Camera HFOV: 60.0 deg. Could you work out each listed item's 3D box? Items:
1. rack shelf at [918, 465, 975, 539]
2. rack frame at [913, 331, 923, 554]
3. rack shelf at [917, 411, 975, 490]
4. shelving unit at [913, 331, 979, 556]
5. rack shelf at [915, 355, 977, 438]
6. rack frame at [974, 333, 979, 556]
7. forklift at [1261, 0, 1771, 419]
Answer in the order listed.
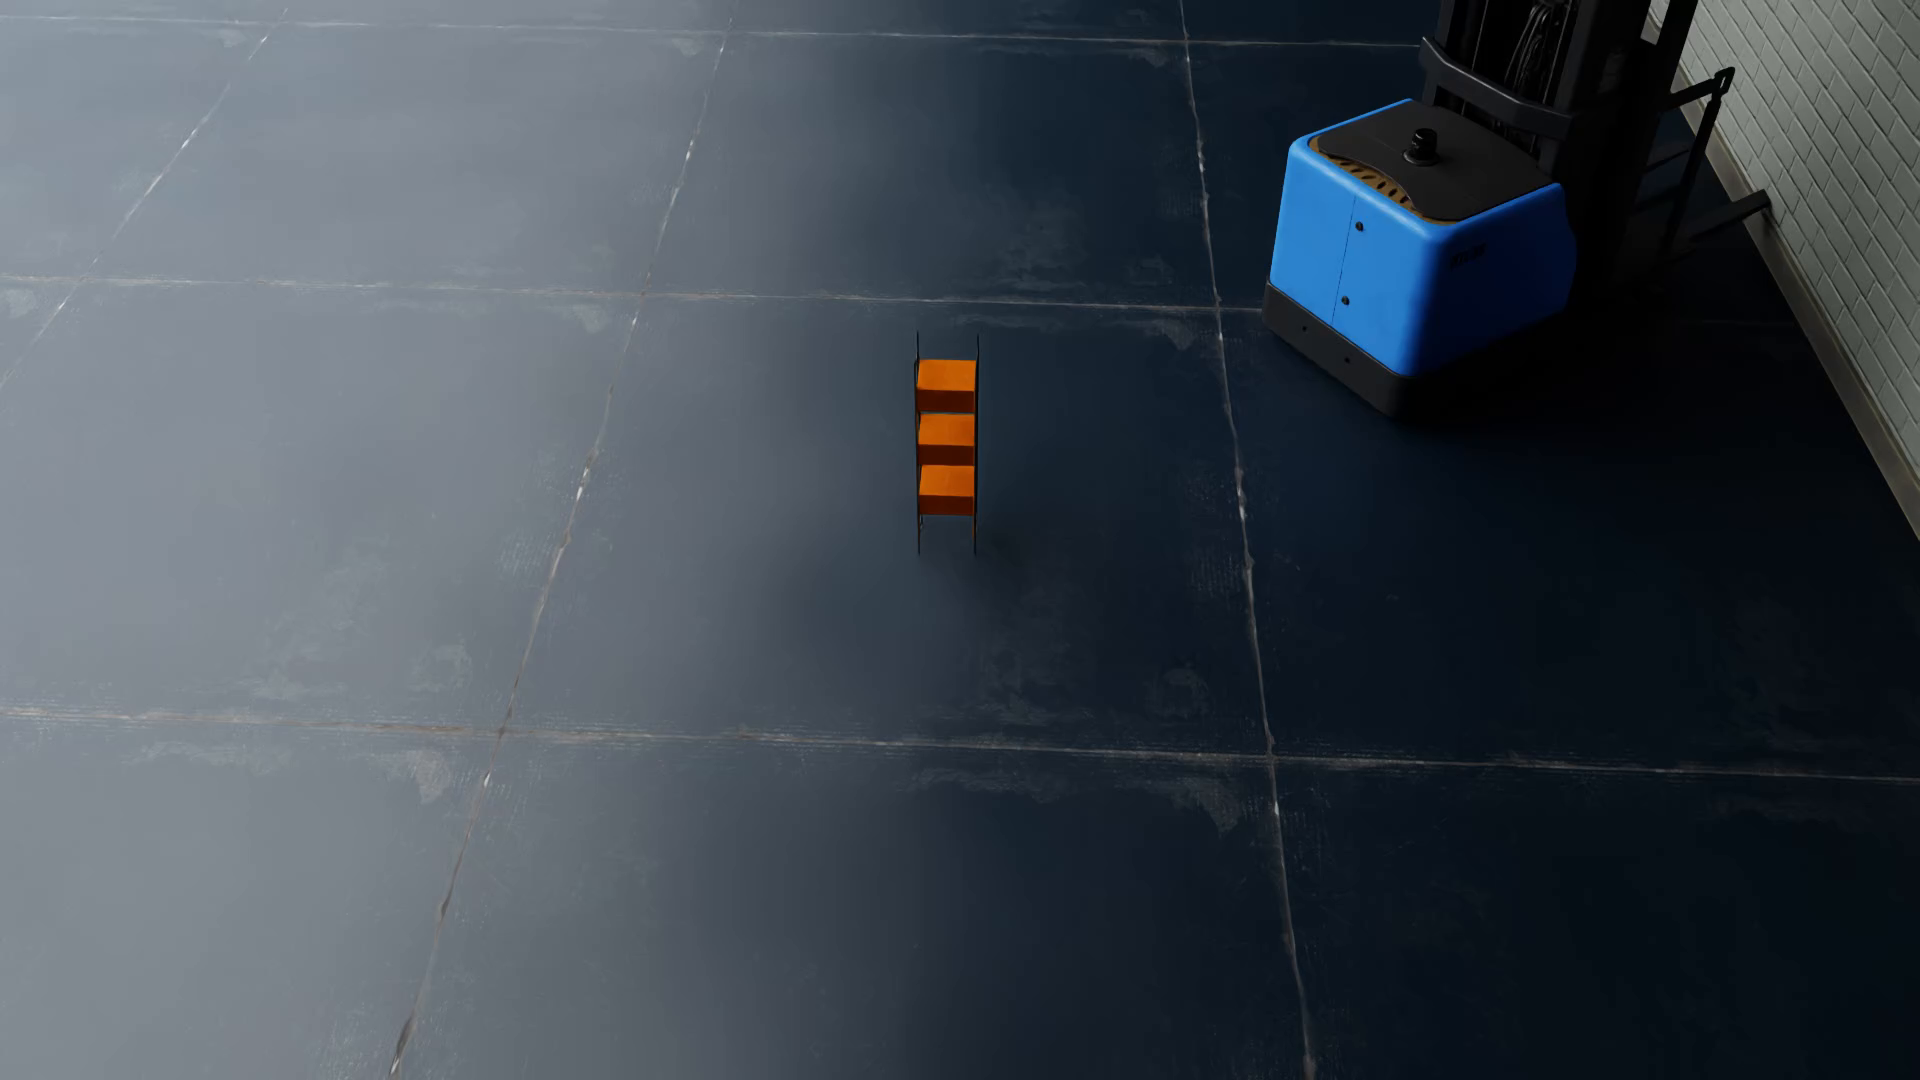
[{"bbox_3d":[-0.053,-0.175,7.176,0.240,0.259,0.215,2,43,2],"label":"rack shelf"},{"bbox_3d":[-0.175,-0.390,6.983,0.008,1.050,0.200,2,43,2],"label":"rack frame"},{"bbox_3d":[-0.053,-0.378,6.987,0.240,0.259,0.215,2,43,2],"label":"rack shelf"},{"bbox_3d":[-0.053,-0.386,6.979,0.252,1.050,0.215,2,43,2],"label":"shelving unit"},{"bbox_3d":[-0.053,-0.586,6.793,0.240,0.259,0.215,2,43,2],"label":"rack shelf"},{"bbox_3d":[0.068,-0.382,6.975,0.008,1.050,0.200,2,43,2],"label":"rack frame"},{"bbox_3d":[3.039,-2.427,7.790,3.031,2.935,1.130,-24,48,-24],"label":"forklift"}]
